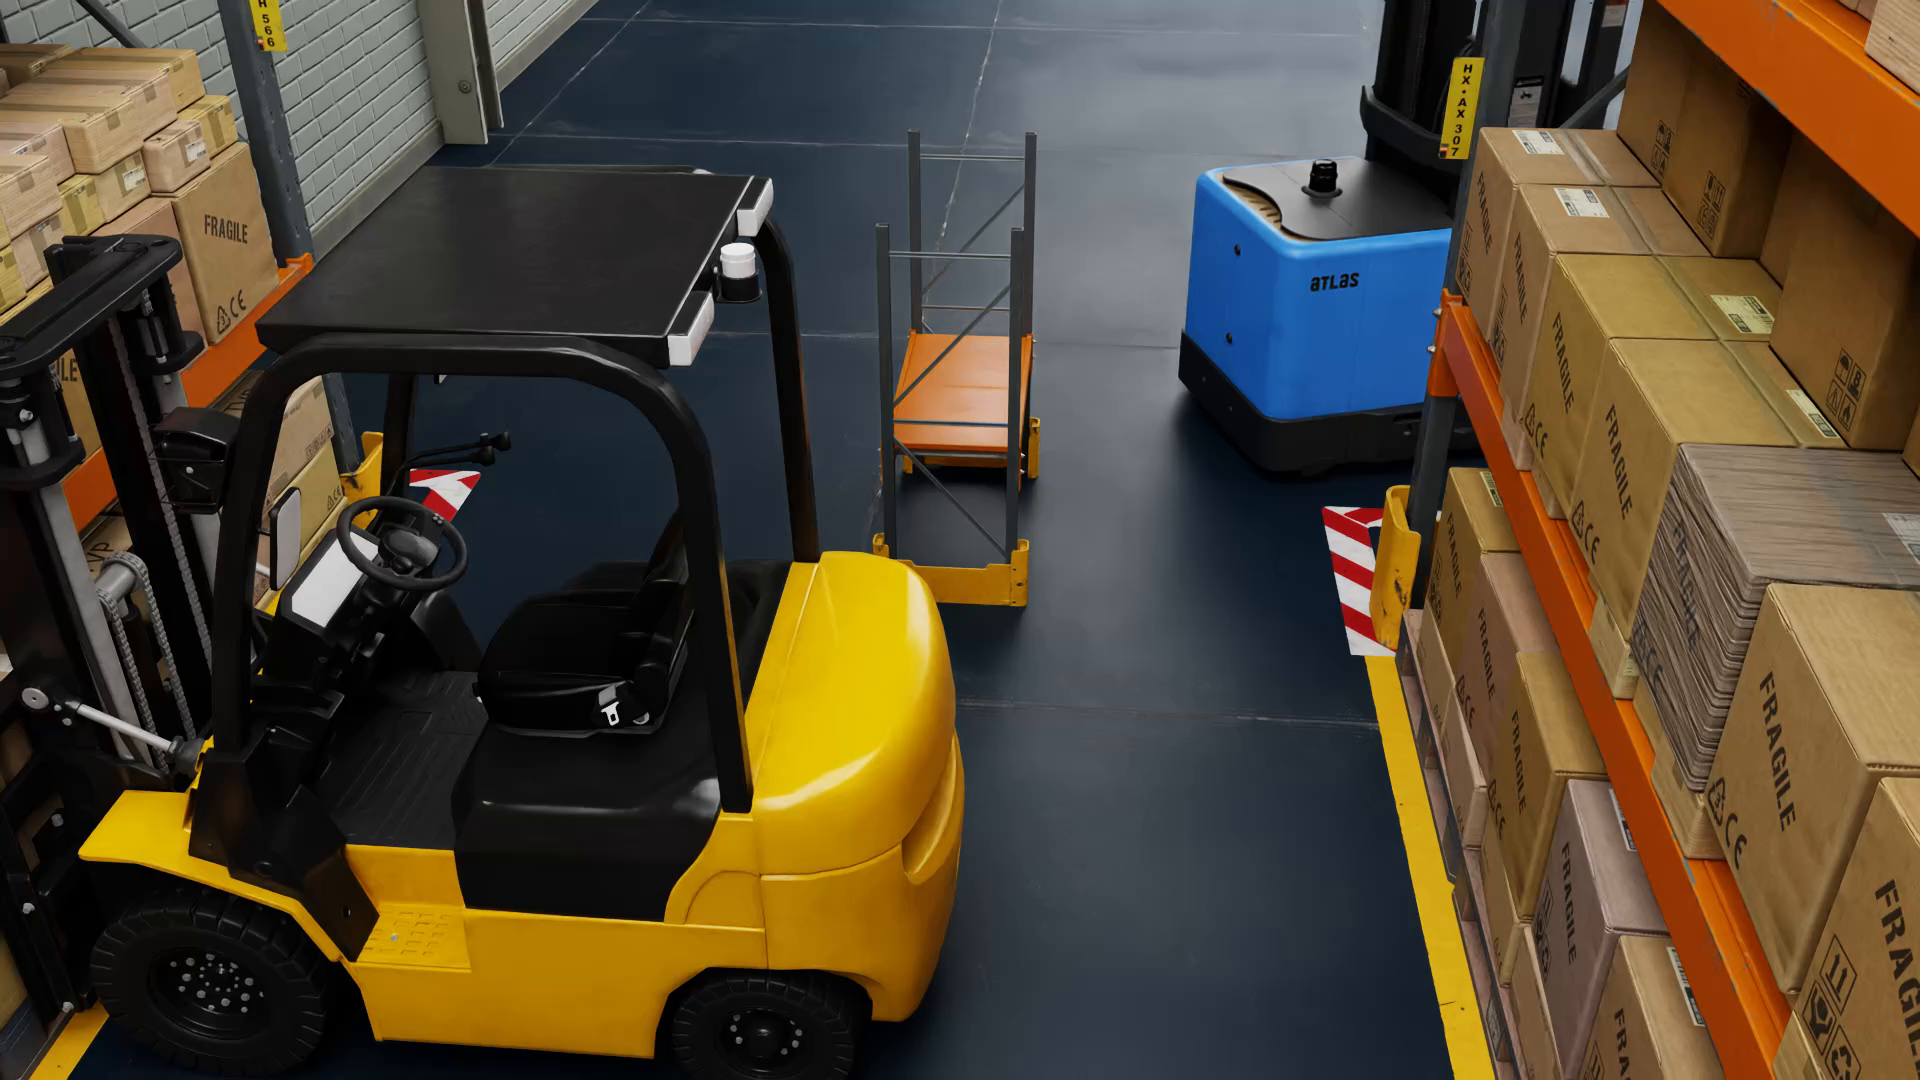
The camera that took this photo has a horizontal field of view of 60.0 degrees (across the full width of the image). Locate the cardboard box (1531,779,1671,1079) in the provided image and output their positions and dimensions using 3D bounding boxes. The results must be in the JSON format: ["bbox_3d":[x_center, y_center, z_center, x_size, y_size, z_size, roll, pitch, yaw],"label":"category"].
[{"bbox_3d":[1.674,0.930,3.888,0.500,0.500,0.500,4,32,7],"label":"cardboard box"}]

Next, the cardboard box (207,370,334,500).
[{"bbox_3d":[-2.535,-0.371,5.760,0.500,0.250,0.500,3,32,6],"label":"cardboard box"}]

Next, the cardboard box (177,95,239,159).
[{"bbox_3d":[-2.557,-1.316,5.313,0.380,0.149,0.250,3,32,5],"label":"cardboard box"}]

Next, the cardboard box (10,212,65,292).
[{"bbox_3d":[-2.637,-0.777,4.439,0.380,0.149,0.250,1,32,2],"label":"cardboard box"}]

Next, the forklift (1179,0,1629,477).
[{"bbox_3d":[2.609,-1.940,7.104,3.031,2.935,1.130,-8,33,-13],"label":"forklift"}]

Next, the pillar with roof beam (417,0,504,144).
[{"bbox_3d":[1.016,-6.373,8.513,9.100,9.000,0.400,2,32,4],"label":"pillar with roof beam"}]

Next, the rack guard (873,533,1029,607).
[{"bbox_3d":[-0.034,0.114,6.327,0.587,0.250,0.087,2,32,4],"label":"rack guard"}]

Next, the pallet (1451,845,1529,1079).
[{"bbox_3d":[1.930,1.306,4.430,1.003,0.211,1.213,2,32,4],"label":"pallet"}]

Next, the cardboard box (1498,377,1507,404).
[{"bbox_3d":[1.796,-0.437,4.840,0.380,0.149,0.250,1,32,2],"label":"cardboard box"}]

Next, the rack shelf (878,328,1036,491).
[{"bbox_3d":[0.007,-0.530,6.523,0.538,0.185,1.000,2,32,4],"label":"rack shelf"}]

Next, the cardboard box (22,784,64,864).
[{"bbox_3d":[-2.653,0.650,4.580,0.500,0.250,0.500,2,32,4],"label":"cardboard box"}]

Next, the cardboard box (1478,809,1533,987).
[{"bbox_3d":[1.717,0.974,4.532,0.500,0.250,0.500,5,32,7],"label":"cardboard box"}]

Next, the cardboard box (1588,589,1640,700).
[{"bbox_3d":[1.651,0.237,3.746,0.380,0.149,0.250,3,32,4],"label":"cardboard box"}]

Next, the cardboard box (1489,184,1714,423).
[{"bbox_3d":[1.785,-0.643,4.556,0.500,0.500,0.500,3,32,5],"label":"cardboard box"}]

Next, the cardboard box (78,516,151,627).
[{"bbox_3d":[-2.602,0.161,4.897,0.500,0.250,0.500,3,32,5],"label":"cardboard box"}]

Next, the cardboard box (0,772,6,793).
[{"bbox_3d":[-2.701,0.700,4.023,0.500,0.250,0.500,3,32,6],"label":"cardboard box"}]

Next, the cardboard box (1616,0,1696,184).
[{"bbox_3d":[2.315,-1.299,4.667,0.700,0.500,0.500,2,32,3],"label":"cardboard box"}]

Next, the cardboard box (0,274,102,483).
[{"bbox_3d":[-2.680,-0.426,4.487,0.500,0.500,0.500,2,32,3],"label":"cardboard box"}]

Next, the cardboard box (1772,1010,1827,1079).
[{"bbox_3d":[1.549,0.906,2.660,0.380,0.149,0.250,3,32,5],"label":"cardboard box"}]

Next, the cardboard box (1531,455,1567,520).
[{"bbox_3d":[1.742,-0.170,4.406,0.380,0.149,0.250,3,32,5],"label":"cardboard box"}]

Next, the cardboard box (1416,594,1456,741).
[{"bbox_3d":[1.798,0.421,5.428,0.500,0.250,0.500,2,32,4],"label":"cardboard box"}]

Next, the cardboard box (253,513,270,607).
[{"bbox_3d":[-2.588,0.118,5.444,0.500,0.250,0.500,2,32,4],"label":"cardboard box"}]

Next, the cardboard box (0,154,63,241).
[{"bbox_3d":[-2.616,-0.904,4.360,0.380,0.149,0.250,3,32,5],"label":"cardboard box"}]

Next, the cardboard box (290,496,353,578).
[{"bbox_3d":[-2.532,0.060,6.014,0.500,0.250,0.500,3,32,4],"label":"cardboard box"}]

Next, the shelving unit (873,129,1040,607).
[{"bbox_3d":[0.006,-0.678,6.421,0.587,1.500,1.083,2,32,4],"label":"shelving unit"}]

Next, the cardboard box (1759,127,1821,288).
[{"bbox_3d":[2.327,-0.764,3.798,0.700,0.500,0.500,2,32,3],"label":"cardboard box"}]

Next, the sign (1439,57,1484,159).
[{"bbox_3d":[1.598,-1.372,5.293,0.100,0.325,0.005,2,32,4],"label":"sign"}]

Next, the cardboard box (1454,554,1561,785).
[{"bbox_3d":[1.758,0.388,4.767,0.500,0.500,0.500,1,32,2],"label":"cardboard box"}]

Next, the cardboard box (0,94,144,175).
[{"bbox_3d":[-2.611,-1.172,4.795,0.380,0.149,0.250,3,32,5],"label":"cardboard box"}]

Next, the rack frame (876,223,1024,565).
[{"bbox_3d":[-0.034,-0.417,5.998,0.500,1.500,0.032,2,32,4],"label":"rack frame"}]

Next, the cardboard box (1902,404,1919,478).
[{"bbox_3d":[2.197,-0.232,2.936,0.700,0.500,0.500,2,32,3],"label":"cardboard box"}]

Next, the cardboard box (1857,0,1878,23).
[{"bbox_3d":[1.738,-0.907,2.743,0.380,0.149,0.250,3,32,5],"label":"cardboard box"}]

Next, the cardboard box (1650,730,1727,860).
[{"bbox_3d":[1.615,0.505,3.310,0.380,0.149,0.250,2,32,3],"label":"cardboard box"}]

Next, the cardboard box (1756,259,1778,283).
[{"bbox_3d":[2.324,-0.593,4.474,0.500,0.500,0.500,3,32,4],"label":"cardboard box"}]

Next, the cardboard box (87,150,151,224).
[{"bbox_3d":[-2.631,-1.048,4.878,0.380,0.149,0.250,3,32,5],"label":"cardboard box"}]

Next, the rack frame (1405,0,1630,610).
[{"bbox_3d":[2.139,-0.981,5.482,1.000,3.000,0.127,2,32,4],"label":"rack frame"}]

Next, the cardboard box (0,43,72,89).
[{"bbox_3d":[-3.049,-1.470,5.278,0.380,0.149,0.250,2,32,3],"label":"cardboard box"}]

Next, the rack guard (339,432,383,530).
[{"bbox_3d":[-2.806,-0.139,6.499,1.175,0.500,0.348,2,32,4],"label":"rack guard"}]

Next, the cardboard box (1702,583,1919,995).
[{"bbox_3d":[1.637,0.429,2.815,0.500,0.500,0.500,3,32,6],"label":"cardboard box"}]

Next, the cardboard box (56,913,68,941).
[{"bbox_3d":[-2.651,0.854,4.726,0.500,0.250,0.500,3,32,6],"label":"cardboard box"}]

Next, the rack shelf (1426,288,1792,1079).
[{"bbox_3d":[1.976,0.371,3.974,1.077,0.370,4.000,2,32,4],"label":"rack shelf"}]

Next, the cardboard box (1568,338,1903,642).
[{"bbox_3d":[1.712,-0.110,3.691,0.500,0.500,0.500,2,32,3],"label":"cardboard box"}]

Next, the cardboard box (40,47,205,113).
[{"bbox_3d":[-2.628,-1.440,5.230,0.380,0.149,0.250,3,32,4],"label":"cardboard box"}]

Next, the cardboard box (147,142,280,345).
[{"bbox_3d":[-2.587,-0.965,5.361,0.500,0.500,0.500,2,32,3],"label":"cardboard box"}]
